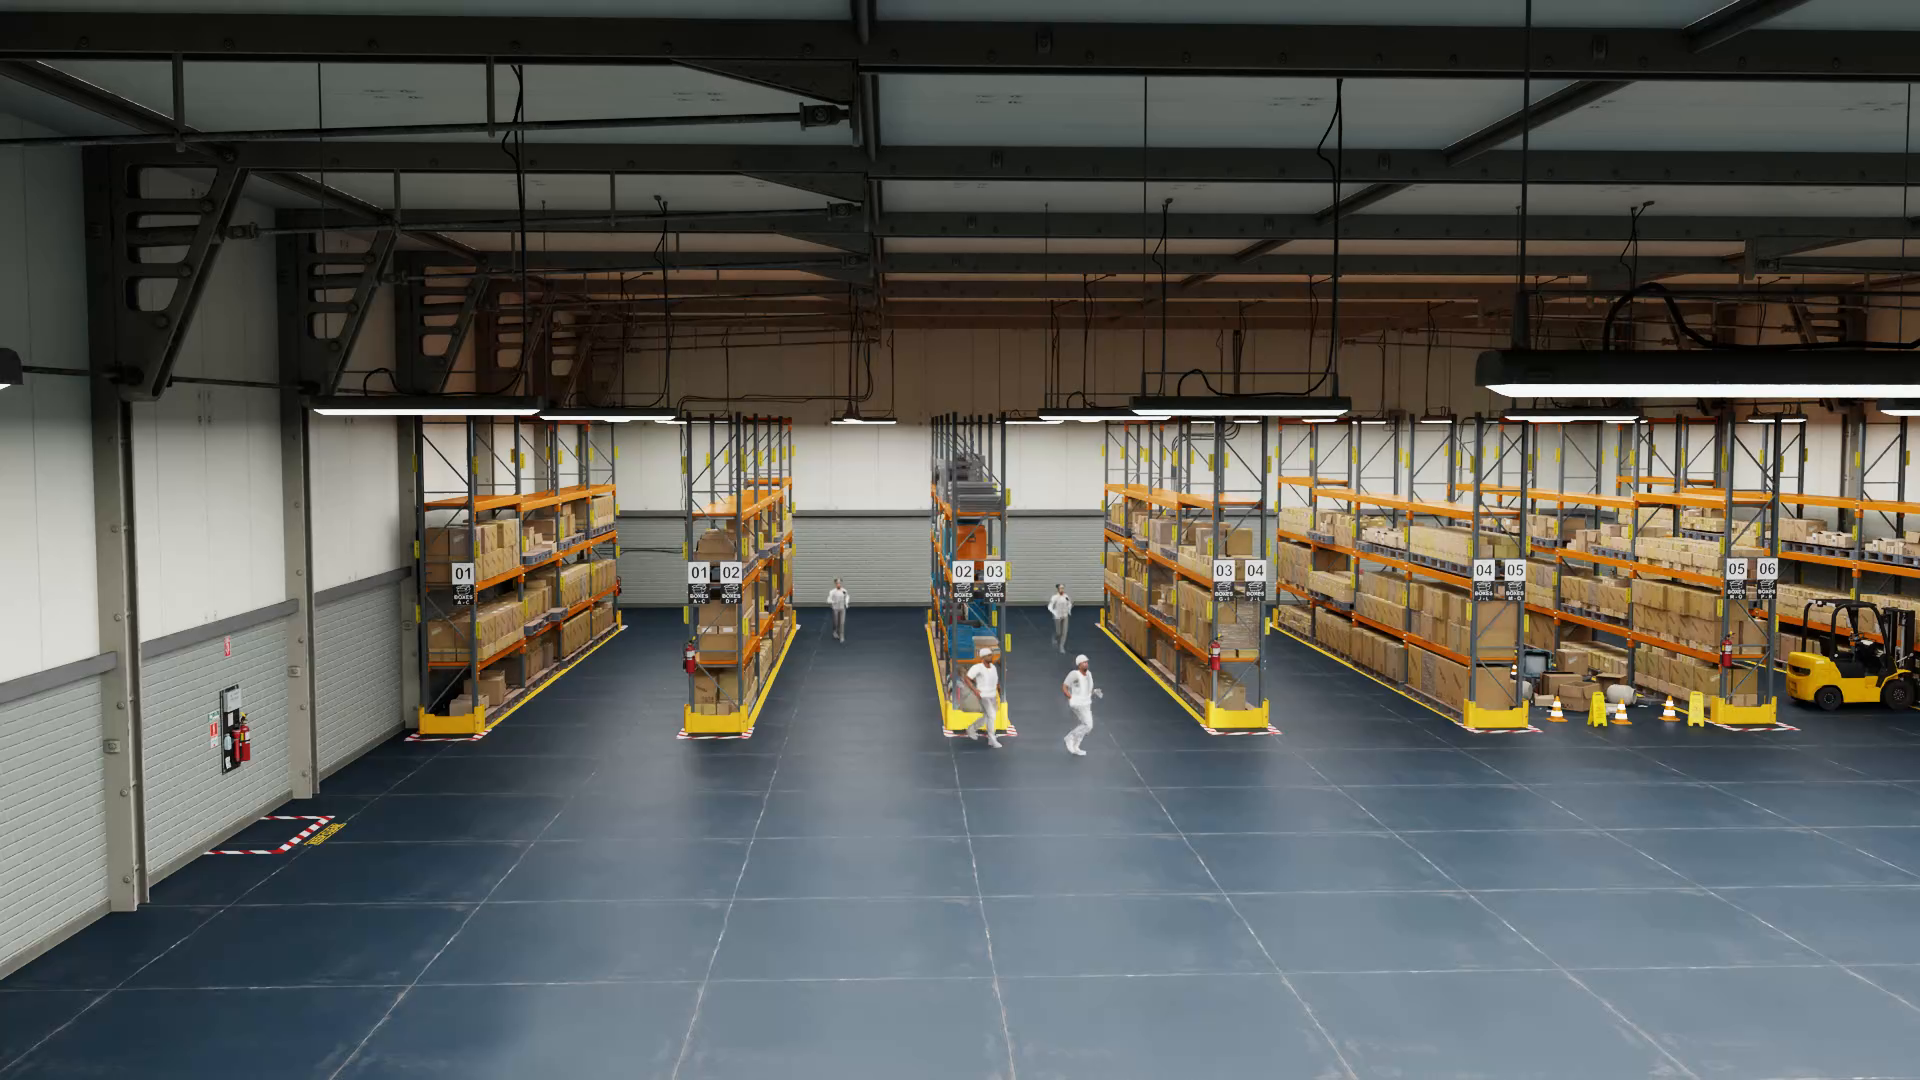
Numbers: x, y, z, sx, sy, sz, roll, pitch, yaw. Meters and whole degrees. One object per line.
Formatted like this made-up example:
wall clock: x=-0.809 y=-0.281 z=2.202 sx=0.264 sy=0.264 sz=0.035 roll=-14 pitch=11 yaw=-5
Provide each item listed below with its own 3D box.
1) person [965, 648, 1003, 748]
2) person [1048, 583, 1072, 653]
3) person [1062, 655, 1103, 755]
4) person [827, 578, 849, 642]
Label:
person: x=0.453 y=2.808 z=29.845 sx=0.859 sy=1.753 sz=0.702 roll=3 pitch=5 yaw=36
person: x=2.440 y=1.873 z=40.256 sx=0.617 sy=1.670 sz=0.696 roll=-1 pitch=4 yaw=-15
person: x=2.164 y=2.873 z=29.002 sx=0.602 sy=1.746 sz=0.663 roll=2 pitch=5 yaw=32
person: x=-3.211 y=1.844 z=44.138 sx=0.617 sy=1.661 sz=0.957 roll=-1 pitch=4 yaw=-13
